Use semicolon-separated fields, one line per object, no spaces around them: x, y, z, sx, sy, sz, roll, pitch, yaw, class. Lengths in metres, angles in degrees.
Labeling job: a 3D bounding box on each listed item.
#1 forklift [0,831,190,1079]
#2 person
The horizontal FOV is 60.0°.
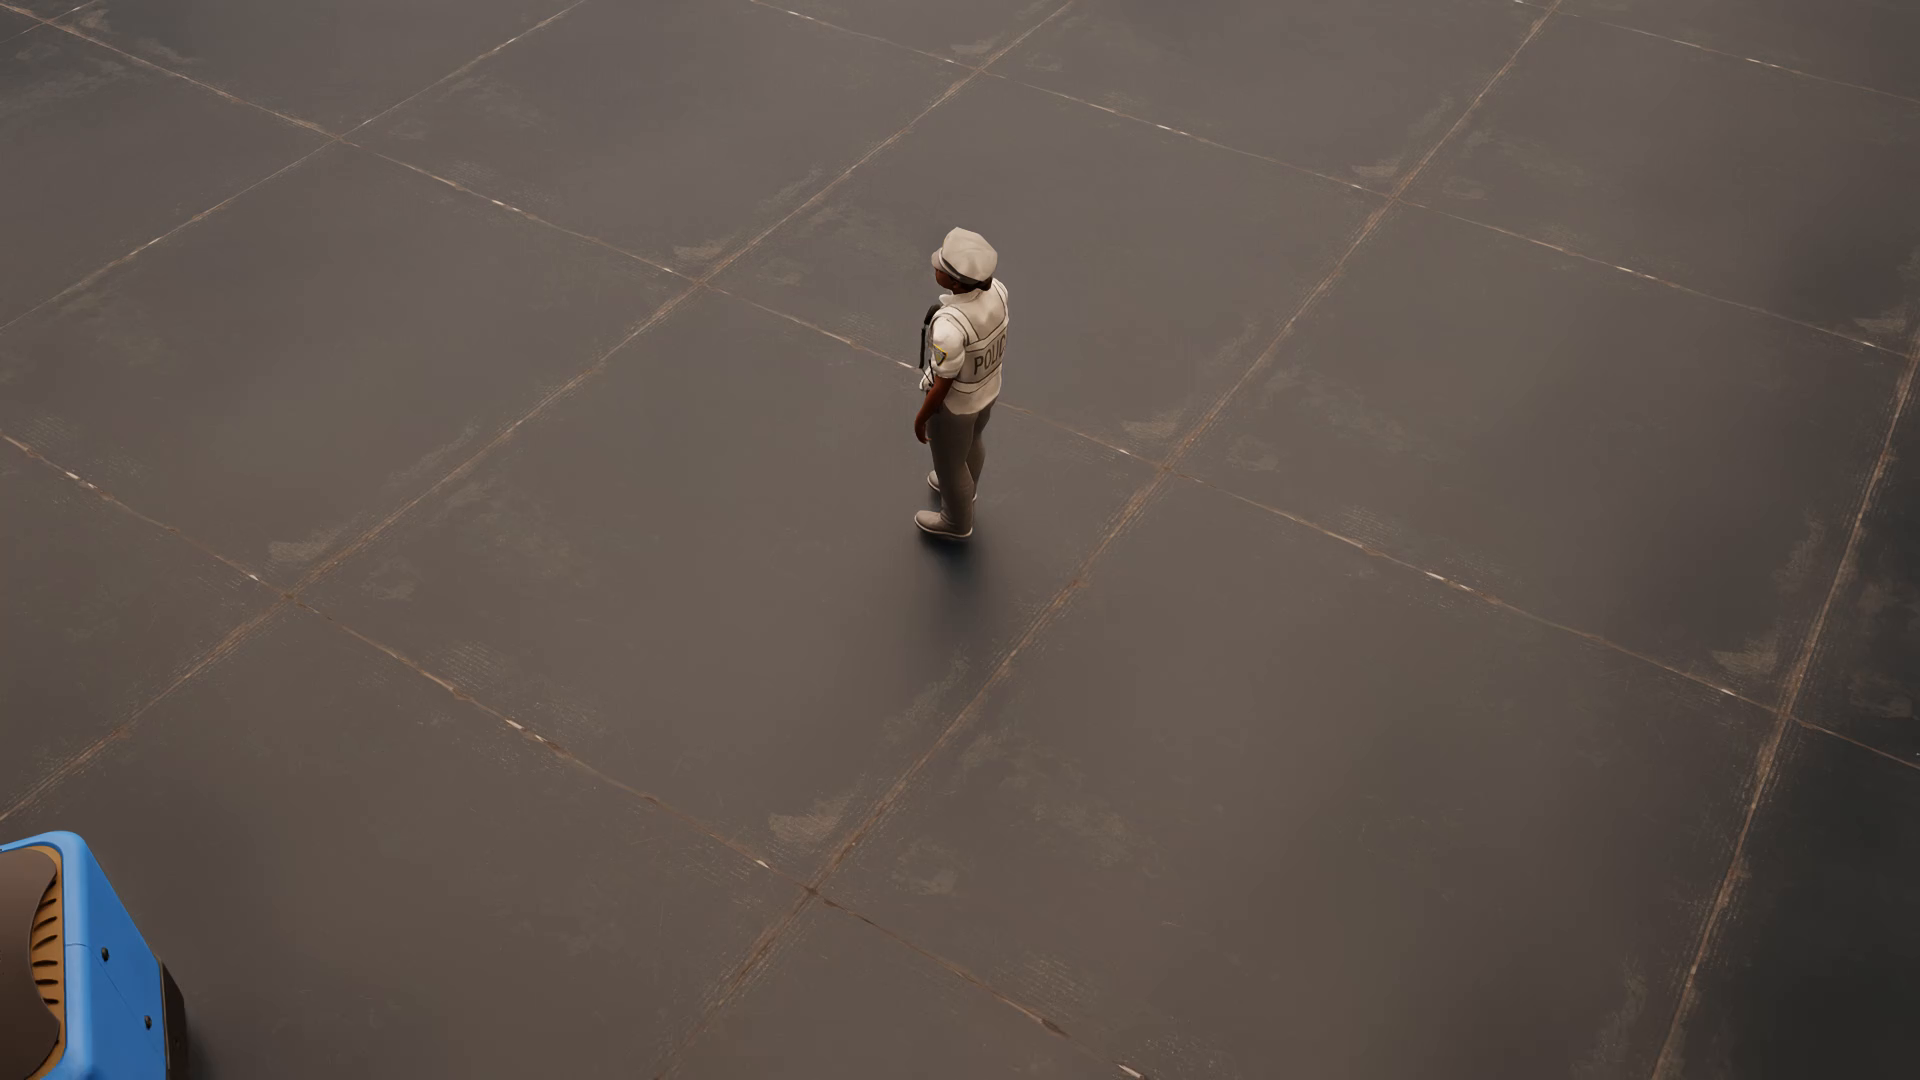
-4.086;1.340;4.436;3.031;2.935;1.130;-16;46;-16;forklift
-0.052;-0.688;7.405;0.529;1.695;0.569;24;48;23;person
